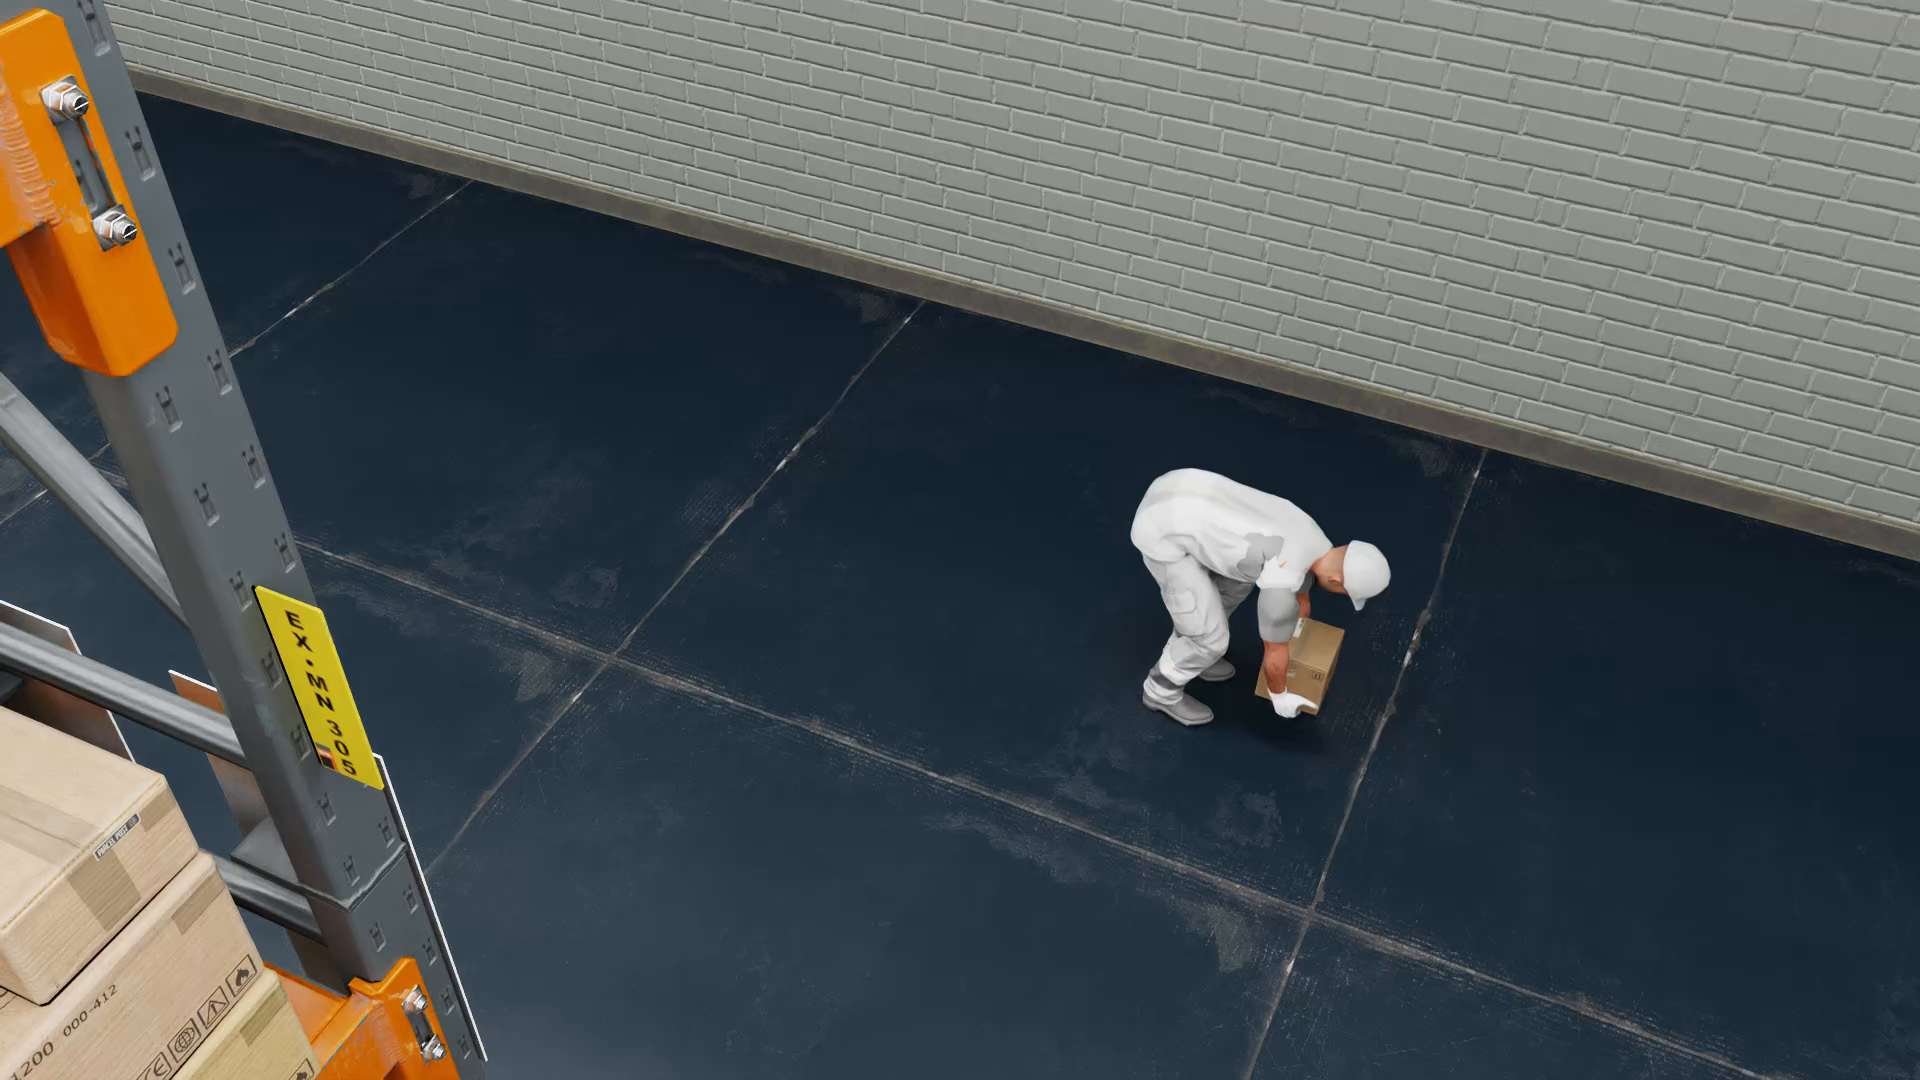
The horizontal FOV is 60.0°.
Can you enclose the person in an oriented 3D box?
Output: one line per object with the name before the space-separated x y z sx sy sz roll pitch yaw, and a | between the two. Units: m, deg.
person | 1.117 0.260 6.384 0.964 1.072 0.514 16 44 17
